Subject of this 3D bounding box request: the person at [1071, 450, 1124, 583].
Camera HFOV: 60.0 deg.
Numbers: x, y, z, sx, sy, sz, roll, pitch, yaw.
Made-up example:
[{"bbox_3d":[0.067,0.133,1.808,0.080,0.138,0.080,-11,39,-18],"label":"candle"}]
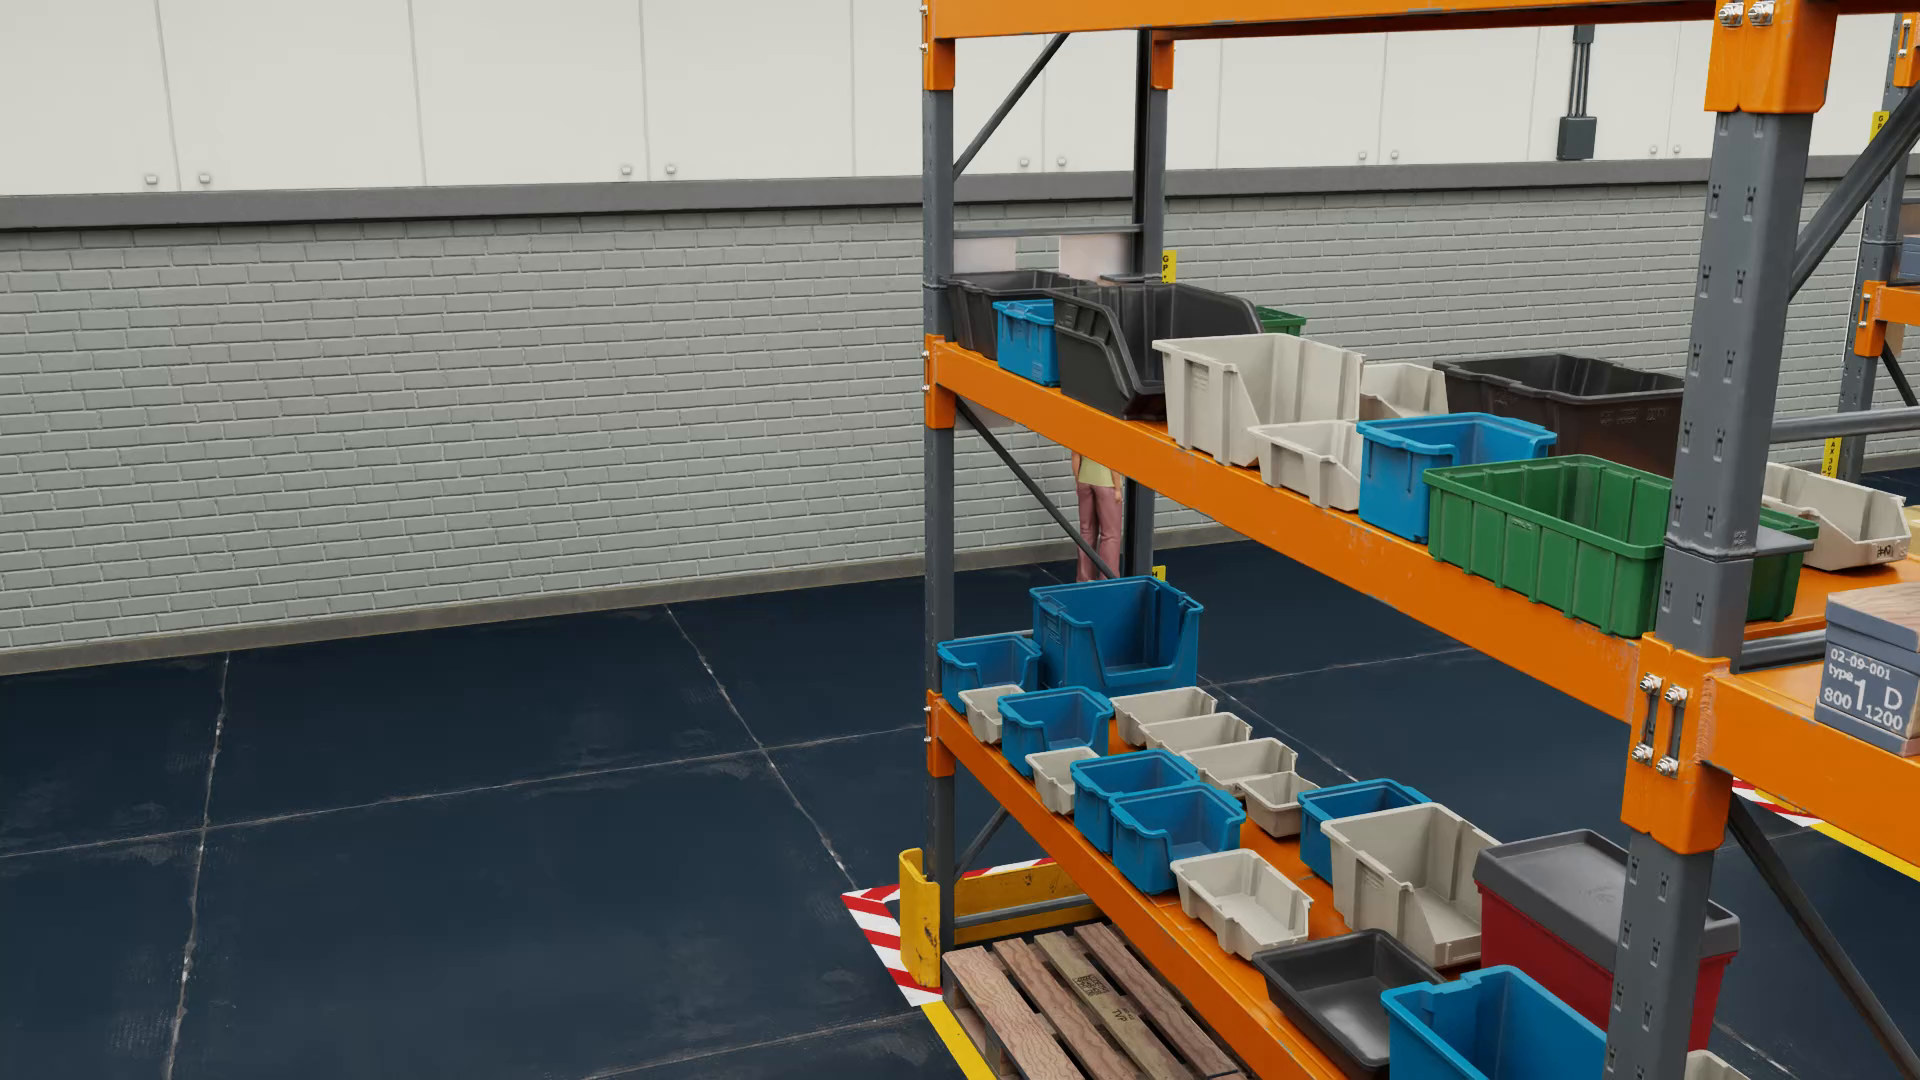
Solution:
[{"bbox_3d":[1.043,-0.381,12.393,0.430,1.671,0.382,13,20,38],"label":"person"}]
